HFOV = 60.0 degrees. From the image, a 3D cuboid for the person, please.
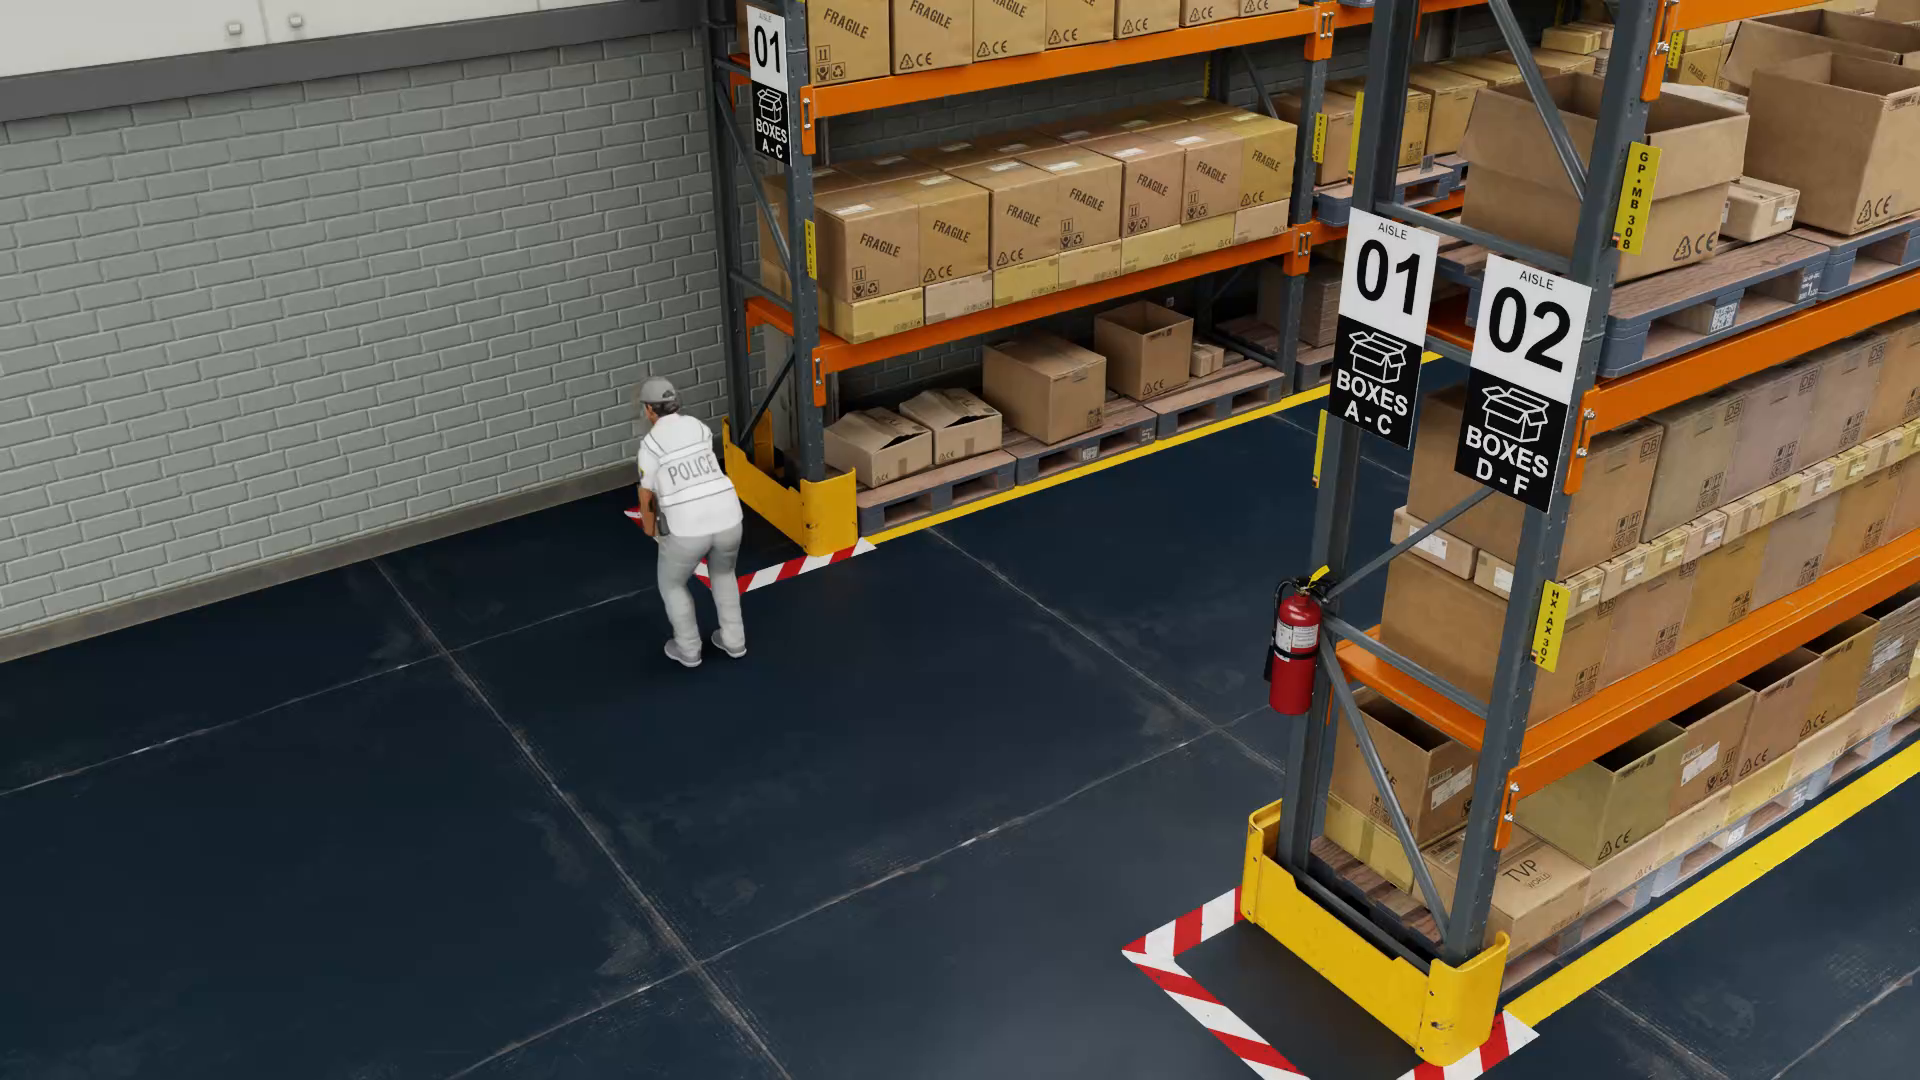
[{"bbox_3d":[-1.457,-0.084,8.882,0.453,1.571,0.684,-20,34,-31],"label":"person"}]
